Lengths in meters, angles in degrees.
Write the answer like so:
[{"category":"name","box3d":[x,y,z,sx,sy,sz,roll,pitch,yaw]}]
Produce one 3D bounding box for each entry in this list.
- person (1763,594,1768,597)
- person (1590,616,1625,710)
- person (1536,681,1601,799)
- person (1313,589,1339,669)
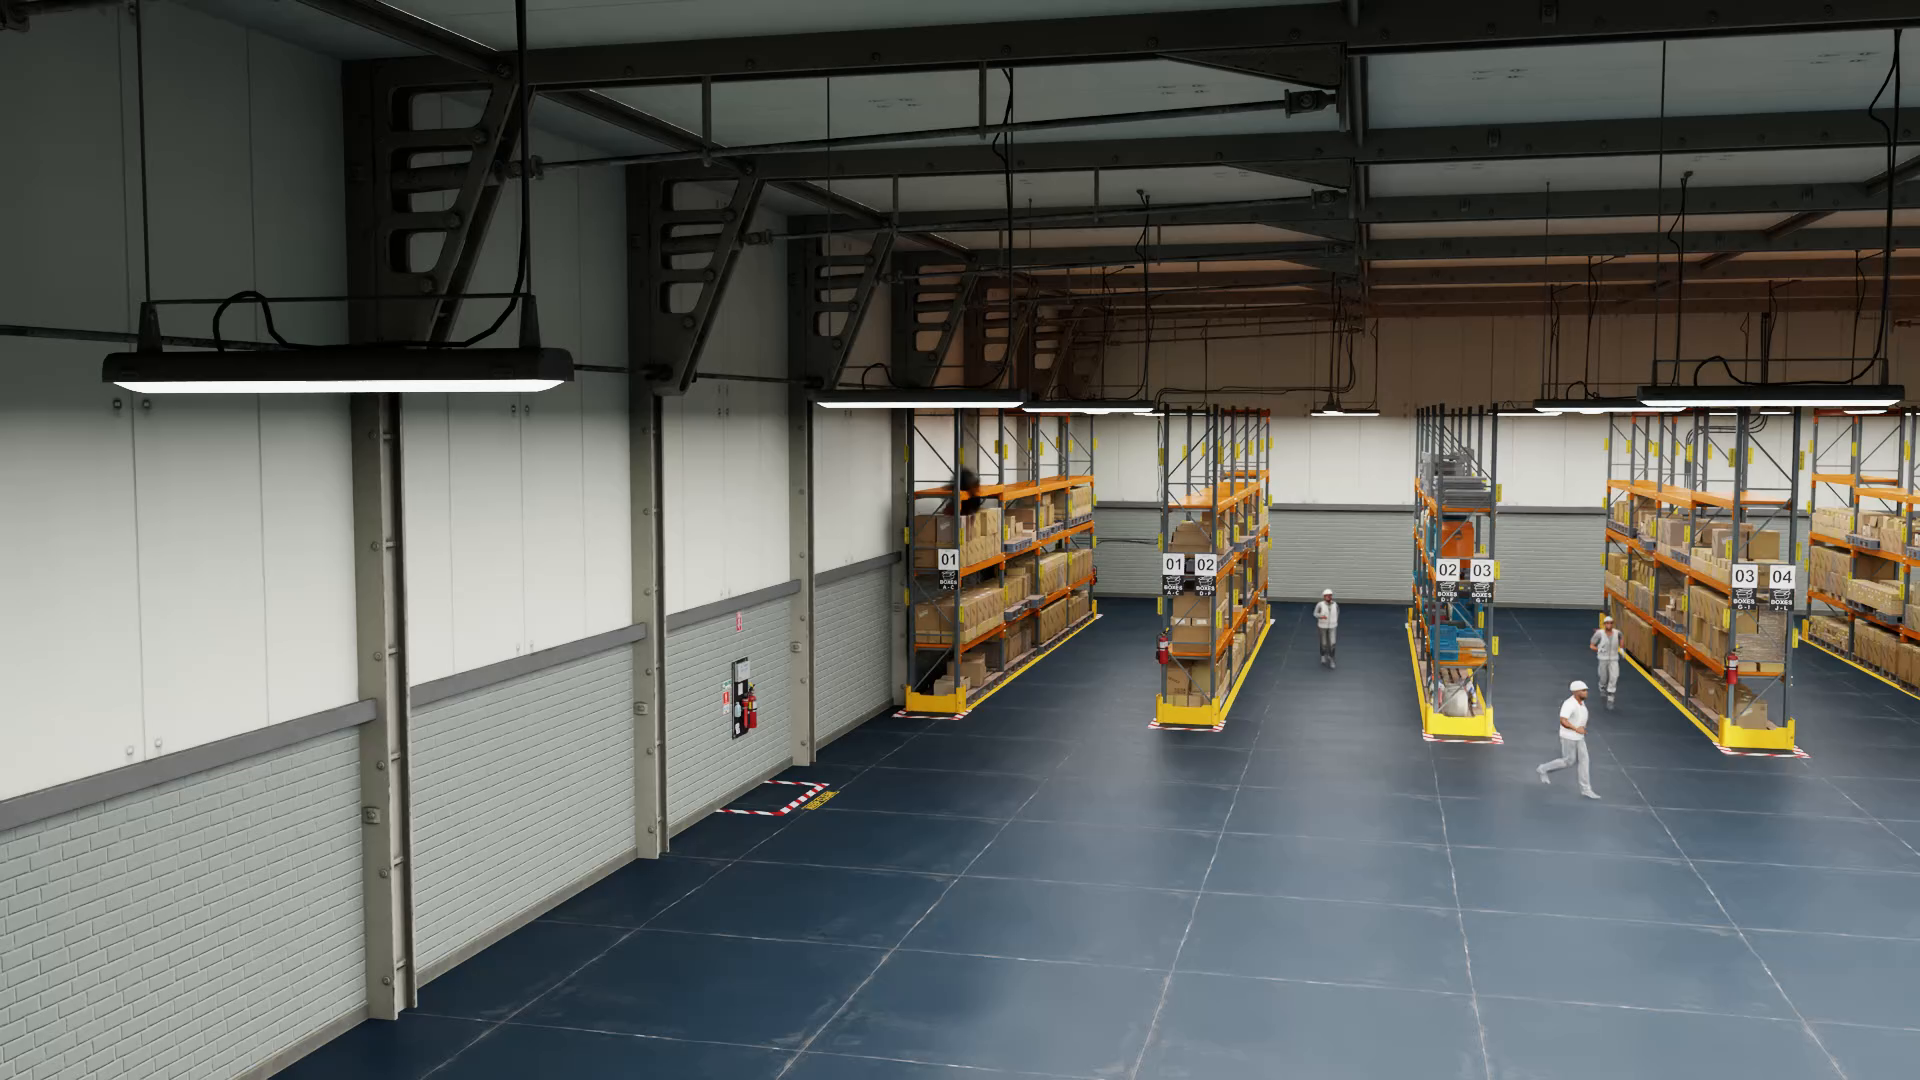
[{"category":"person","box3d":[20.908,1.716,43.452,0.674,1.661,0.924,4,6,41]},{"category":"person","box3d":[12.926,2.429,33.198,0.692,1.830,0.952,1,4,8]},{"category":"person","box3d":[9.287,3.009,25.296,0.992,1.752,0.725,3,5,39]},{"category":"person","box3d":[8.484,2.039,38.486,0.640,1.819,0.791,0,4,3]}]
